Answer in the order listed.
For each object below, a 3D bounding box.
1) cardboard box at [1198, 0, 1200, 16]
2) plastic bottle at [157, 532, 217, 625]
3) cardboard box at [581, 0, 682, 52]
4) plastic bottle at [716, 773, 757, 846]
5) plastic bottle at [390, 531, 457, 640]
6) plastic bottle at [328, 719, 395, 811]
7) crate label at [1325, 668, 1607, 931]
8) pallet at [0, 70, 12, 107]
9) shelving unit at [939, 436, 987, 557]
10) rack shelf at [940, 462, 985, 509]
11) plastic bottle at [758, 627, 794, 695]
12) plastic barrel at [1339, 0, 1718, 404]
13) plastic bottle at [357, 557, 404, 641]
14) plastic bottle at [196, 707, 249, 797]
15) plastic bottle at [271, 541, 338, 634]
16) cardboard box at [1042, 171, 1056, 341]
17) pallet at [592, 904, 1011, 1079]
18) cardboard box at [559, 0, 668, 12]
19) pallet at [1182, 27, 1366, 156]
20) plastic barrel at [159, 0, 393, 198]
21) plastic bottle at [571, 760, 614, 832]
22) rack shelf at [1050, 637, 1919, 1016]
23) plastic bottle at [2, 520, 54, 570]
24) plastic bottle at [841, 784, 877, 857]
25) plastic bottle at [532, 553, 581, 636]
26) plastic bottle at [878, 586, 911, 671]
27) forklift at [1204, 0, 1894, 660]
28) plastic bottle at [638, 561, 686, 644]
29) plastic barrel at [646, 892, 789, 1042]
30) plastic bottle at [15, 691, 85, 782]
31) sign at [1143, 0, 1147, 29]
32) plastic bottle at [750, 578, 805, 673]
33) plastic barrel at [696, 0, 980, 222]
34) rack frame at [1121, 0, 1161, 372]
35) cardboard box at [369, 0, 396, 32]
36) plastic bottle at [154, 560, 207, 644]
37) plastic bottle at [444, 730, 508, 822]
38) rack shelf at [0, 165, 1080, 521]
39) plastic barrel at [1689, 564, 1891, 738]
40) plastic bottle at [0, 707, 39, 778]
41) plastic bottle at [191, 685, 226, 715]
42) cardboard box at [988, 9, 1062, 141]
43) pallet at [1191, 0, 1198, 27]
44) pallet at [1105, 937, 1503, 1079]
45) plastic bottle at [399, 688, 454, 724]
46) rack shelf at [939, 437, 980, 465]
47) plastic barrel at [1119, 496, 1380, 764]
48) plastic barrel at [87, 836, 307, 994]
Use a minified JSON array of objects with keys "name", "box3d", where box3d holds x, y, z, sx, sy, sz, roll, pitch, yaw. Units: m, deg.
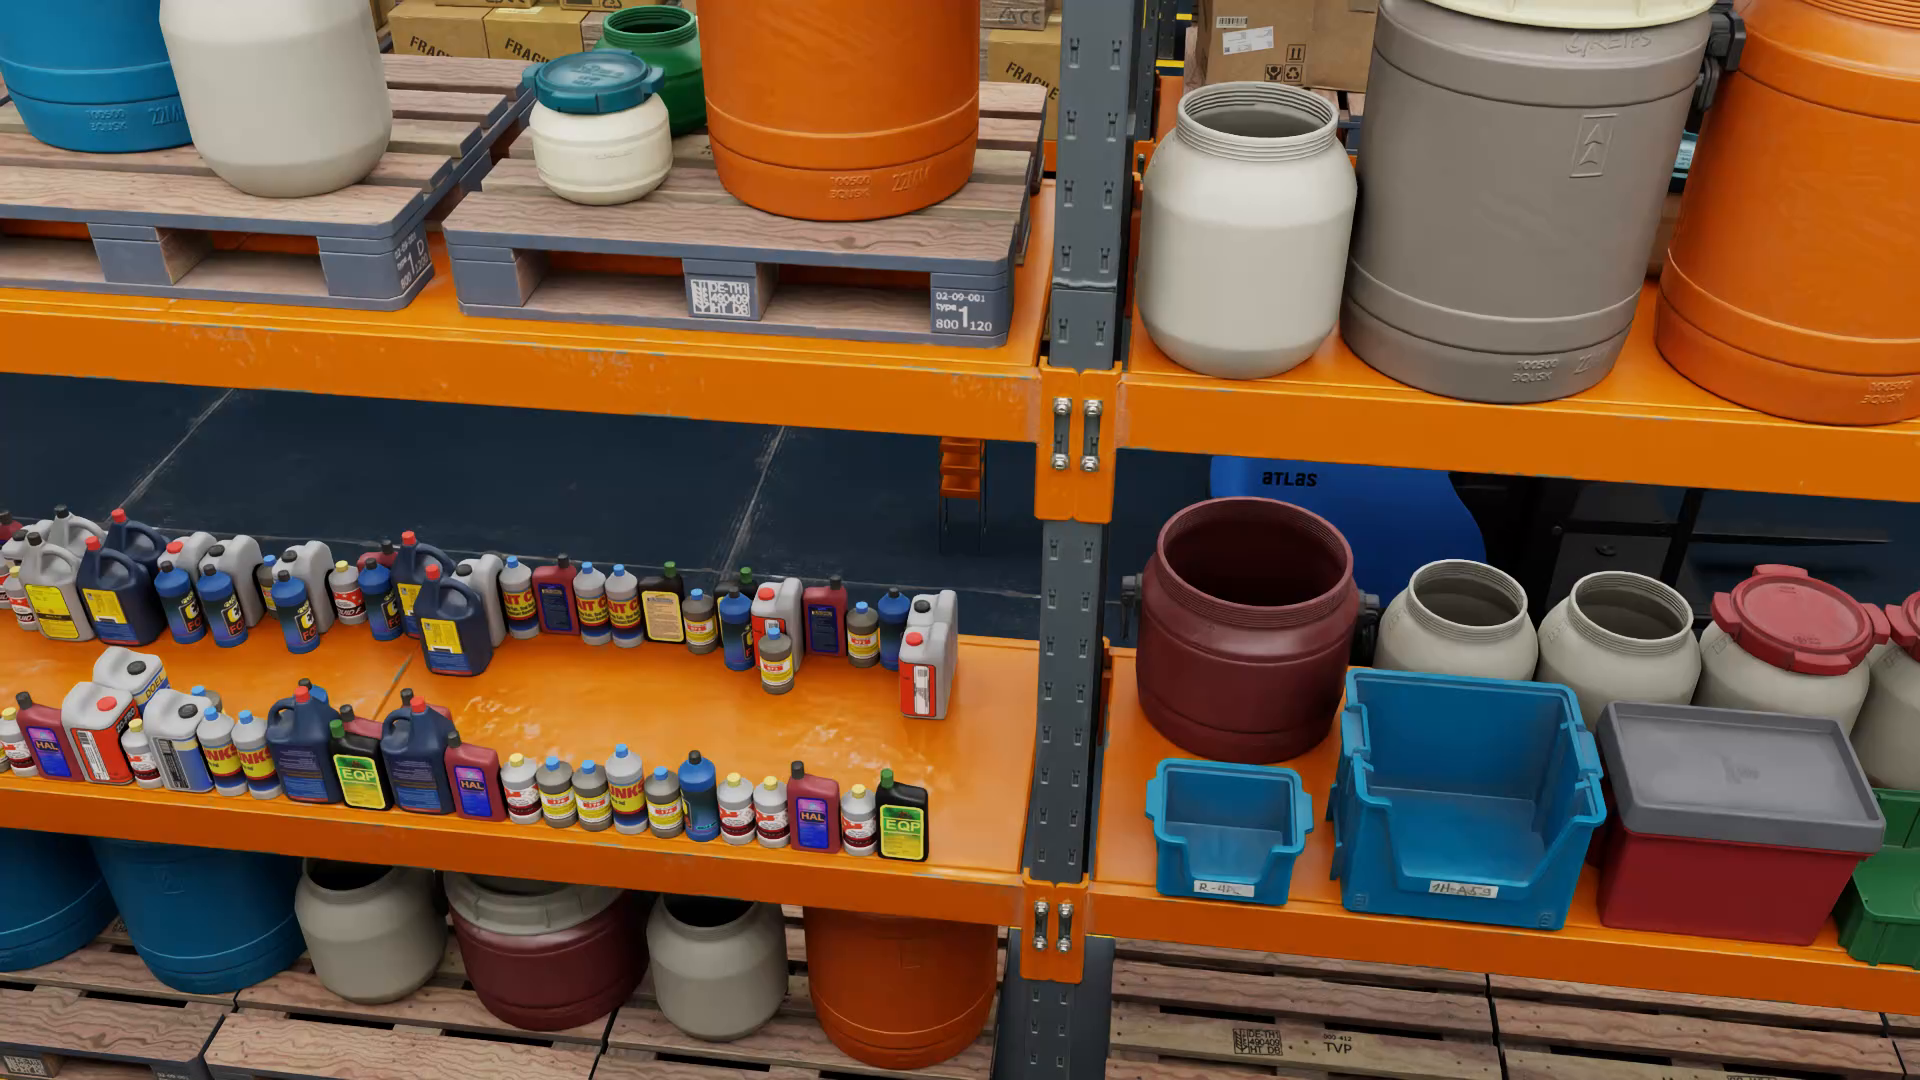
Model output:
[{"name":"cardboard box","box3d":[2.262,-4.420,12.936,0.750,0.750,1.050,4,36,5]},{"name":"plastic bottle","box3d":[-2.366,0.104,5.128,0.135,0.276,0.152,4,36,6]},{"name":"cardboard box","box3d":[-1.610,-2.496,8.579,0.500,0.500,0.500,3,36,5]},{"name":"plastic bottle","box3d":[-0.586,0.696,4.364,0.097,0.201,0.097,0,36,0]},{"name":"plastic bottle","box3d":[-1.615,0.128,5.031,0.185,0.351,0.144,4,36,6]},{"name":"plastic bottle","box3d":[-1.598,0.598,4.431,0.133,0.283,0.061,4,36,6]},{"name":"crate label","box3d":[1.258,0.658,4.216,0.616,0.435,0.502,4,36,6]},{"name":"pallet","box3d":[-2.871,-0.996,4.143,1.003,0.211,1.213,4,36,6]},{"name":"shelving unit","box3d":[0.014,-0.487,7.400,0.189,1.200,0.258,4,36,6]},{"name":"rack shelf","box3d":[0.014,-0.256,7.565,0.180,0.103,0.258,4,36,6]},{"name":"plastic bottle","box3d":[-0.537,0.344,4.857,0.097,0.201,0.097,0,36,0]},{"name":"plastic barrel","box3d":[1.094,-0.797,3.270,0.600,0.901,0.600,0,36,0]},{"name":"plastic bottle","box3d":[-1.759,0.171,5.039,0.097,0.271,0.097,0,36,0]},{"name":"plastic bottle","box3d":[-1.990,0.563,4.490,0.097,0.271,0.097,0,36,0]},{"name":"plastic bottle","box3d":[-2.002,0.132,5.090,0.135,0.276,0.152,4,36,6]},{"name":"cardboard box","box3d":[0.256,-1.780,9.130,0.875,0.875,1.225,3,36,4]},{"name":"pallet","box3d":[-0.480,1.543,5.406,1.213,0.211,1.003,4,36,6]},{"name":"cardboard box","box3d":[-1.716,-3.056,8.501,0.637,0.503,0.797,5,36,6]},{"name":"pallet","box3d":[1.658,-2.342,8.614,1.003,0.211,1.213,4,36,6]},{"name":"plastic barrel","box3d":[-1.471,-1.049,3.577,0.433,0.535,0.433,0,36,0]},{"name":"plastic bottle","box3d":[-0.972,0.667,4.404,0.097,0.201,0.097,0,36,0]},{"name":"rack shelf","box3d":[2.291,0.883,4.549,4.000,0.370,1.077,4,36,6]},{"name":"plastic bottle","box3d":[-2.866,0.067,5.181,0.135,0.276,0.152,4,36,6]},{"name":"plastic bottle","box3d":[-0.261,0.720,4.330,0.097,0.201,0.097,0,36,0]},{"name":"plastic bottle","box3d":[-1.221,0.160,5.044,0.133,0.283,0.061,4,36,6]},{"name":"plastic bottle","box3d":[-0.193,0.252,4.925,0.097,0.271,0.097,0,36,0]},{"name":"forklift","box3d":[2.610,-0.921,6.517,3.031,2.935,1.130,3,36,4]},{"name":"plastic bottle","box3d":[-0.896,0.184,5.010,0.133,0.283,0.061,4,36,6]},{"name":"plastic barrel","box3d":[-0.752,1.268,5.172,0.421,0.512,0.421,0,36,0]},{"name":"plastic bottle","box3d":[-2.470,0.533,4.522,0.133,0.283,0.061,4,36,6]},{"name":"sign","box3d":[0.870,-2.562,7.762,0.005,0.325,0.100,4,36,6]},{"name":"plastic bottle","box3d":[-0.540,0.241,4.937,0.135,0.276,0.152,4,36,6]},{"name":"plastic barrel","box3d":[-0.256,-1.168,3.491,0.708,0.830,0.600,4,36,6]},{"name":"rack frame","box3d":[0.938,-2.411,8.546,0.127,3.000,1.000,4,36,6]},{"name":"cardboard box","box3d":[-3.462,-2.953,9.178,0.500,0.250,0.500,4,36,5]},{"name":"plastic bottle","box3d":[-2.363,0.180,5.027,0.097,0.271,0.097,0,36,0]},{"name":"plastic bottle","box3d":[-1.282,0.621,4.398,0.133,0.283,0.061,4,36,6]},{"name":"rack shelf","box3d":[-1.677,-0.633,4.093,4.000,0.370,1.077,4,36,6]},{"name":"plastic barrel","box3d":[2.197,0.400,4.491,0.433,0.535,0.433,0,36,0]},{"name":"plastic bottle","box3d":[-2.582,0.547,4.572,0.097,0.201,0.097,0,36,0]},{"name":"plastic bottle","box3d":[-2.104,0.494,4.647,0.097,0.201,0.097,0,36,0]},{"name":"cardboard box","box3d":[0.417,-2.346,8.368,0.500,0.500,0.500,5,36,7]},{"name":"pallet","box3d":[2.442,-4.025,13.208,1.213,0.211,1.003,4,36,6]},{"name":"pallet","box3d":[1.070,1.657,5.246,1.213,0.211,1.003,4,36,6]},{"name":"plastic bottle","box3d":[-1.447,0.525,4.533,0.133,0.283,0.061,4,36,6]},{"name":"rack shelf","box3d":[0.014,-0.451,7.426,0.180,0.103,0.258,4,36,6]},{"name":"plastic barrel","box3d":[0.806,0.247,4.705,0.708,0.536,0.600,4,36,6]},{"name":"plastic barrel","box3d":[-2.421,0.932,5.306,0.708,0.901,0.600,4,36,6]}]
